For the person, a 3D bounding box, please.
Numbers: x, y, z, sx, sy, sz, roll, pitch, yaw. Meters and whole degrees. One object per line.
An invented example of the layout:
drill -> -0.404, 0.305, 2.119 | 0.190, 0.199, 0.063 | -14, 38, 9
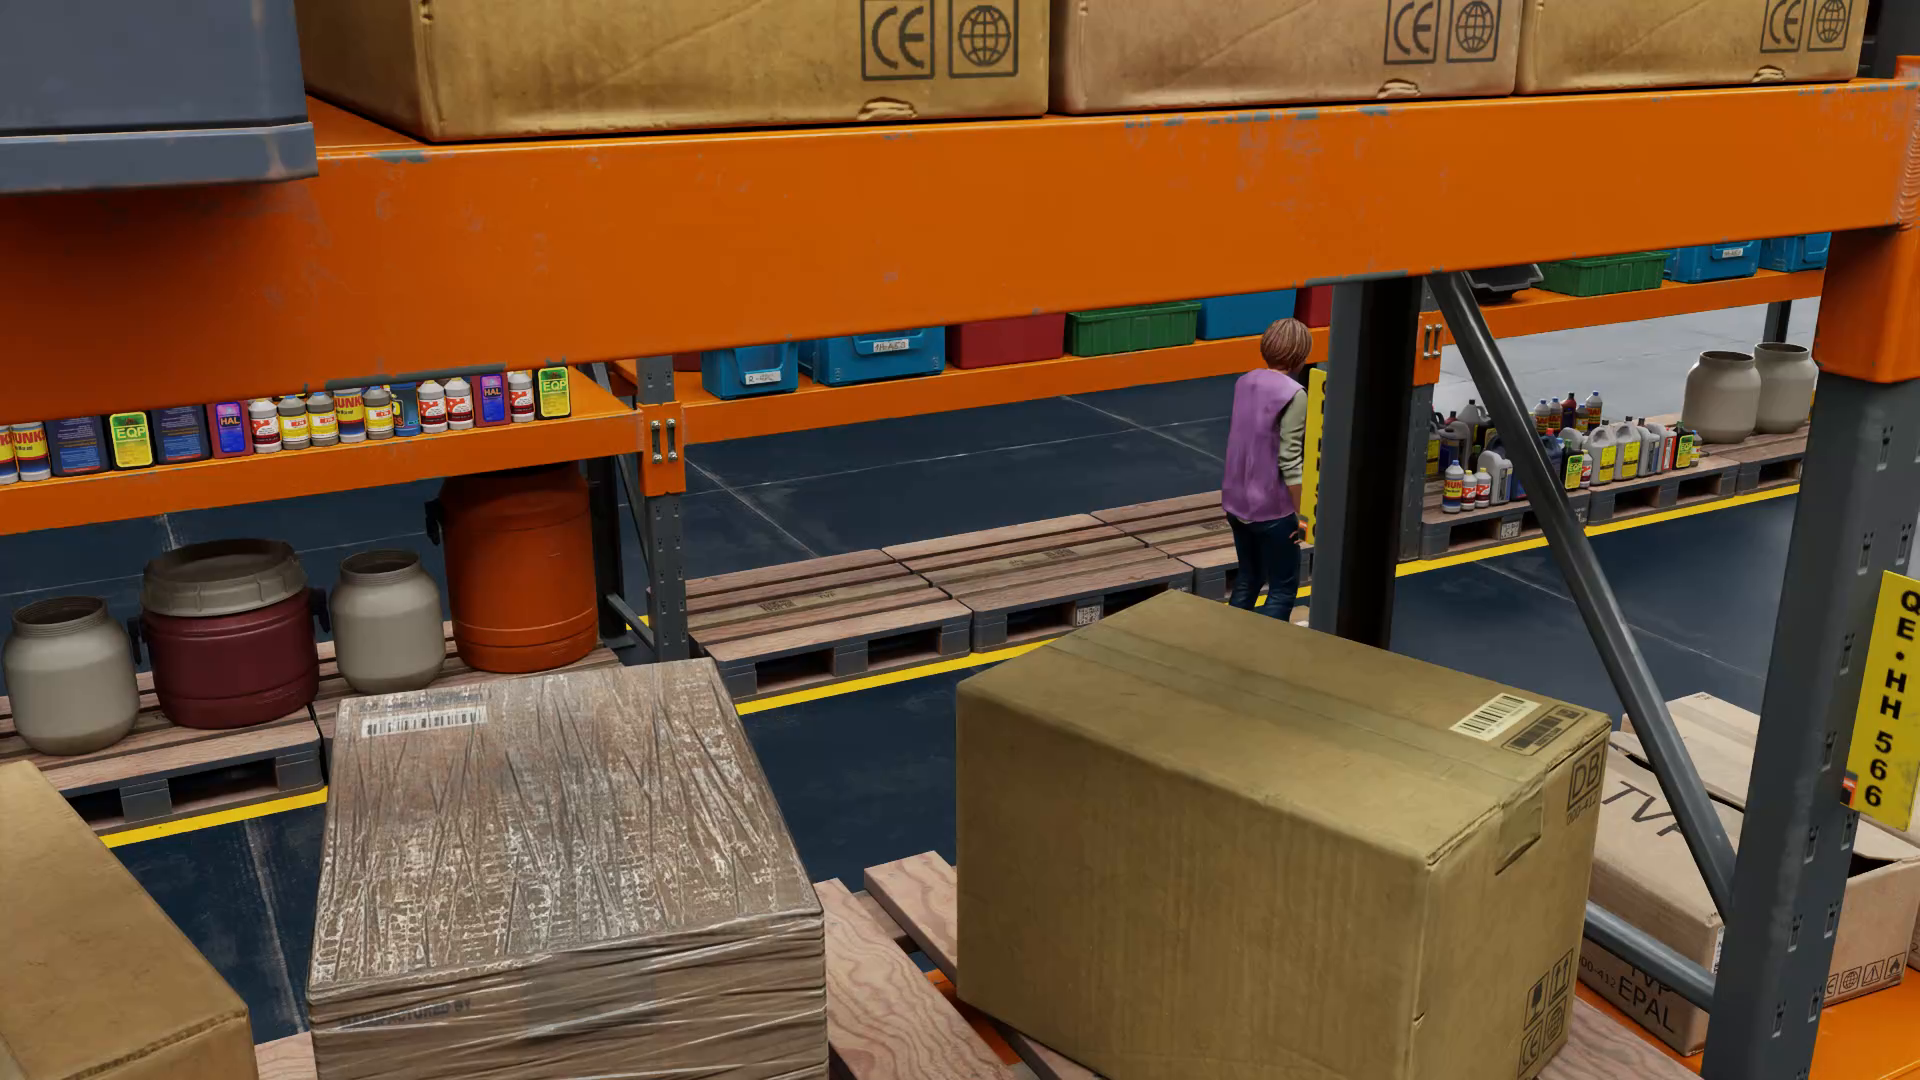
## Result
person -> 1.284, -0.127, 6.973 | 0.347, 1.581, 0.459 | -10, 21, -27
